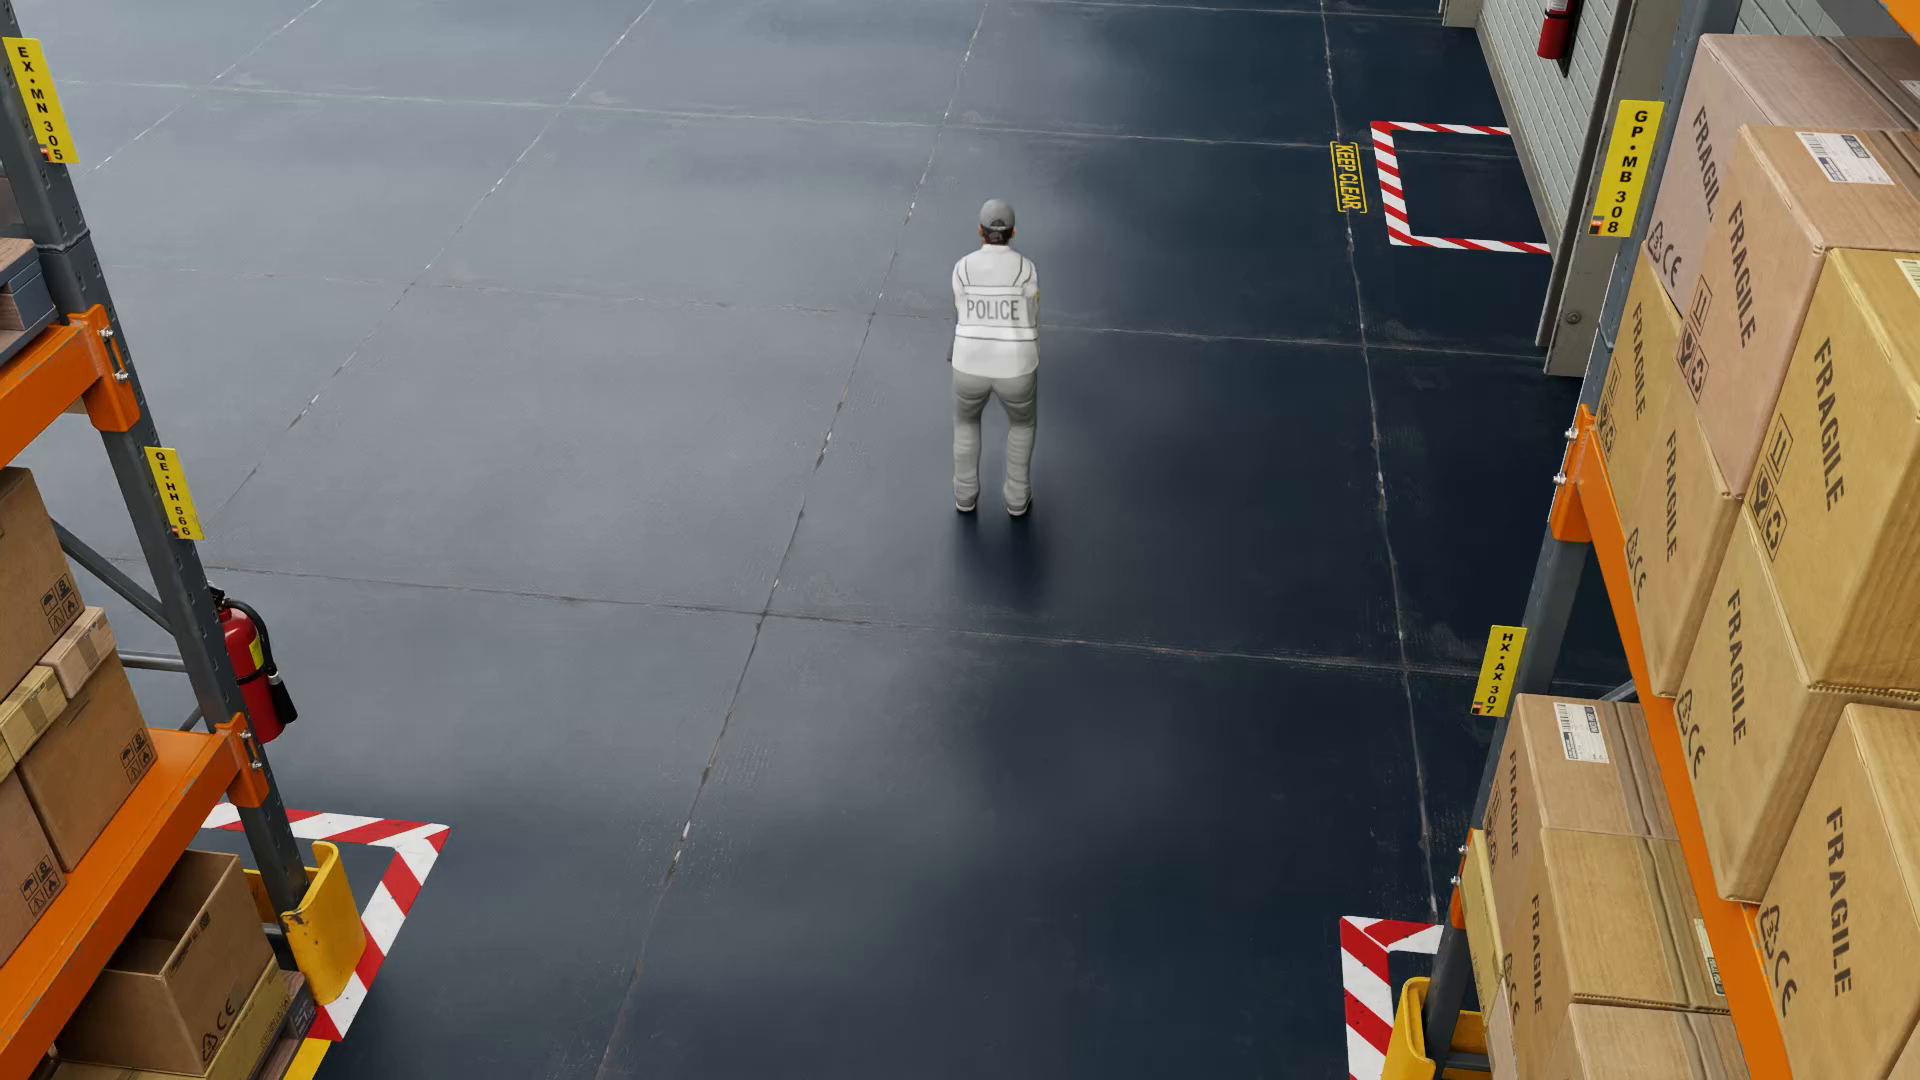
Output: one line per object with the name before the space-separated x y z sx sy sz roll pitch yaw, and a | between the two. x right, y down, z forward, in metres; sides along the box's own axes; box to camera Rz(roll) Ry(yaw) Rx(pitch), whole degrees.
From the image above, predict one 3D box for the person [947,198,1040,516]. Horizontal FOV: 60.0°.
person | 0.175 -0.891 8.292 0.452 1.621 0.597 4 37 5
